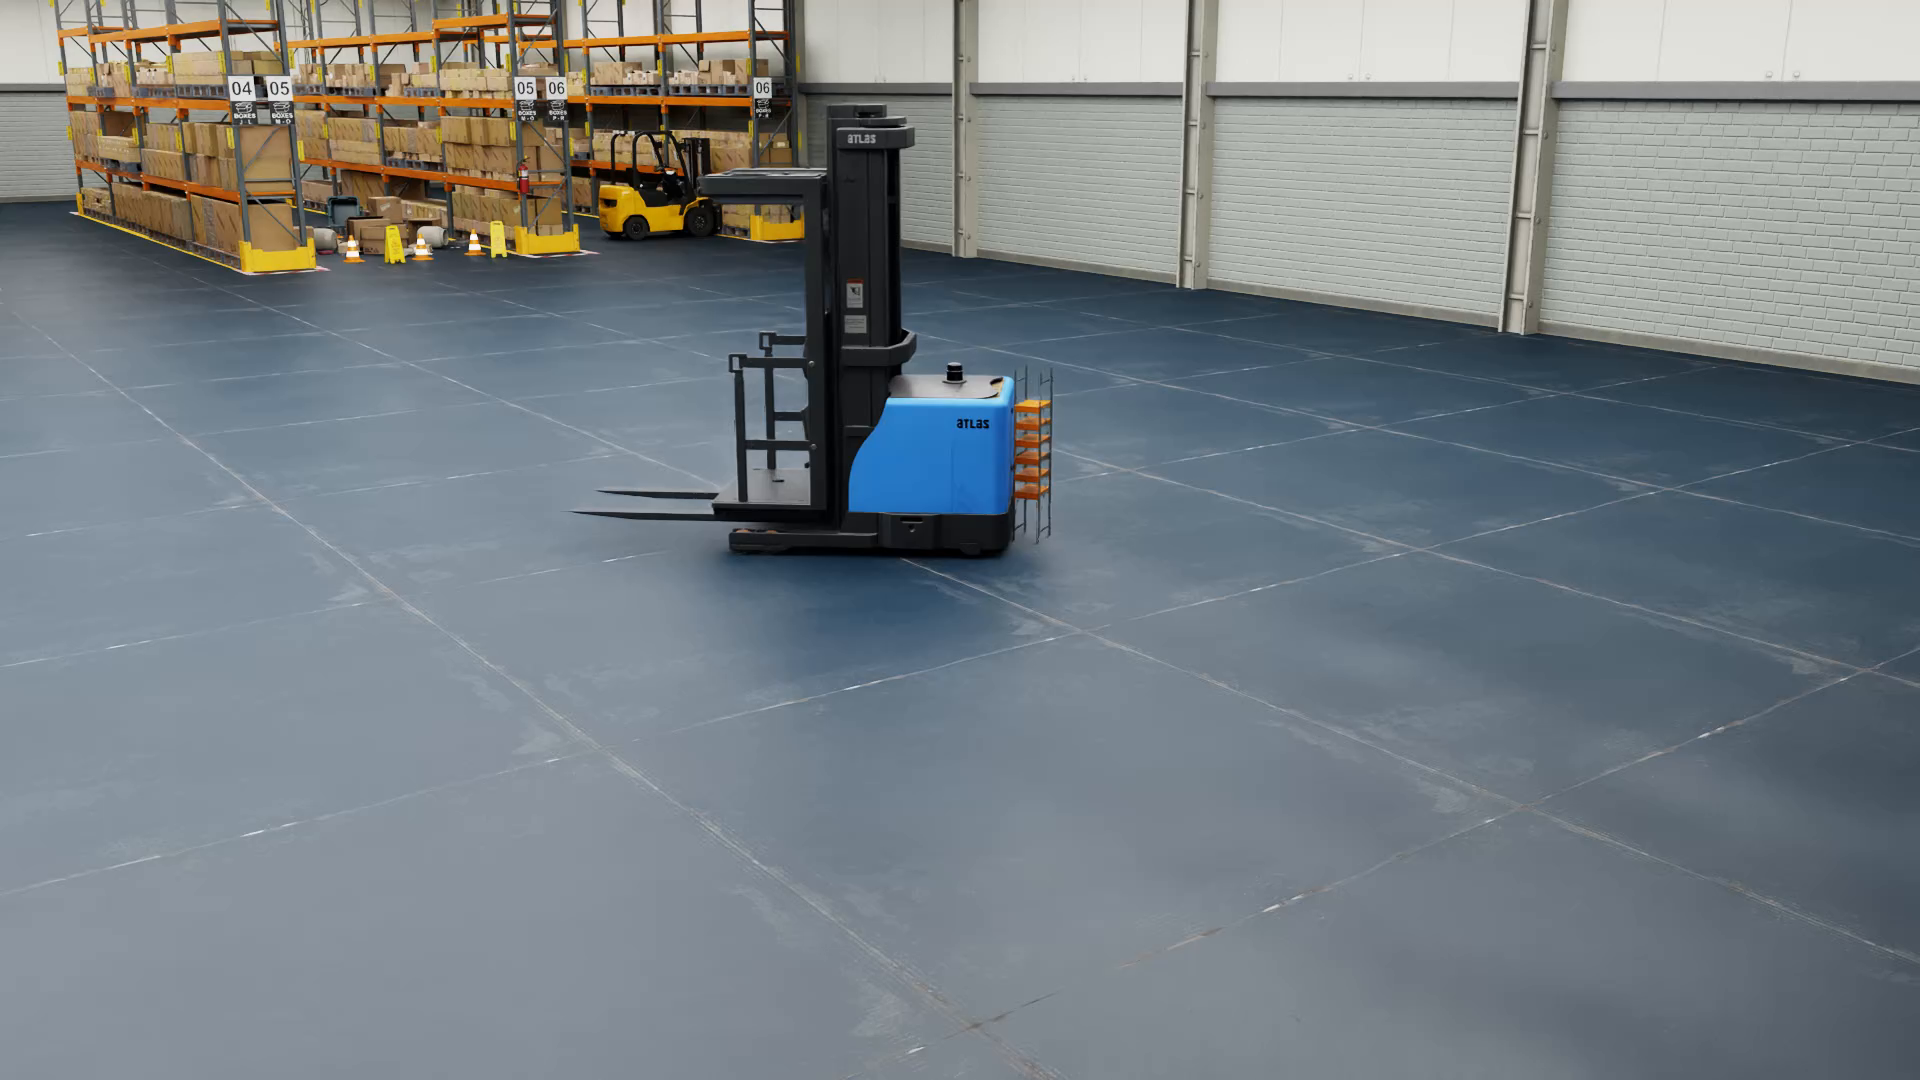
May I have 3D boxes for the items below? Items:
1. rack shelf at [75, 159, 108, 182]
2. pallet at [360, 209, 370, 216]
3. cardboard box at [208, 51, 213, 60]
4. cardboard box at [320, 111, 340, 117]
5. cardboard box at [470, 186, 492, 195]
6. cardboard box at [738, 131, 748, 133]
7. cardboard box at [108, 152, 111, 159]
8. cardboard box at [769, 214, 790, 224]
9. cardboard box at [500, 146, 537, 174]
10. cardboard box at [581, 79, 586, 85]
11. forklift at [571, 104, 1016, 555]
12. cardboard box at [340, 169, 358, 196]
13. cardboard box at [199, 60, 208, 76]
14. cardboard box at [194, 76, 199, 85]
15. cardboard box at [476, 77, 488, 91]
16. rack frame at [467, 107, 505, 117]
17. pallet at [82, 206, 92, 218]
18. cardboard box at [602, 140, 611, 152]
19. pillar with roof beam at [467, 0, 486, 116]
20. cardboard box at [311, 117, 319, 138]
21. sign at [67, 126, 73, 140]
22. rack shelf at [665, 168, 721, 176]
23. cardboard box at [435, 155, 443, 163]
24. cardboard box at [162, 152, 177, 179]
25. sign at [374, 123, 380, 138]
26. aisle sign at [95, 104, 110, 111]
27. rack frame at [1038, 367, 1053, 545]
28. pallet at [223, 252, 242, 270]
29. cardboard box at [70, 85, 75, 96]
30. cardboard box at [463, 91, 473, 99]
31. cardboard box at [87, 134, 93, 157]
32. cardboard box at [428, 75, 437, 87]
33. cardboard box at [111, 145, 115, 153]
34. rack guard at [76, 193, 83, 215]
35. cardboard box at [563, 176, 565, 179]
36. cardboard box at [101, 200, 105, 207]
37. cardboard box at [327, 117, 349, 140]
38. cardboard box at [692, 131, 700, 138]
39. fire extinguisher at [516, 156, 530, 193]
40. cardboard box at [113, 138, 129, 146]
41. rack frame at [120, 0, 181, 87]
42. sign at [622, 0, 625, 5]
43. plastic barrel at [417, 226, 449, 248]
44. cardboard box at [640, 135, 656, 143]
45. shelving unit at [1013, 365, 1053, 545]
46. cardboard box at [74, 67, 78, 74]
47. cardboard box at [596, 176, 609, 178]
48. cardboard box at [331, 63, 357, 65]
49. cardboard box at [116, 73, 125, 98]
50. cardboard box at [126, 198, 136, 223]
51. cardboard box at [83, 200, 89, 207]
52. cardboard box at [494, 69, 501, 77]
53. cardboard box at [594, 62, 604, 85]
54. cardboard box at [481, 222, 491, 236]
[{"bbox_3d":[-19.940,-8.747,39.215,1.077,0.370,4.000,-11,19,-35],"label":"rack shelf"},{"bbox_3d":[-13.583,-7.698,39.302,1.003,0.211,1.213,-11,19,-35],"label":"pallet"},{"bbox_3d":[-12.477,-8.193,28.127,0.380,0.149,0.250,-10,18,-34],"label":"cardboard box"},{"bbox_3d":[-15.258,-10.316,40.275,0.380,0.149,0.250,-11,19,-36],"label":"cardboard box"},{"bbox_3d":[-9.498,-6.929,32.974,0.380,0.149,0.250,-10,18,-31],"label":"cardboard box"},{"bbox_3d":[-4.662,-8.610,35.369,0.380,0.149,0.250,-11,19,-34],"label":"cardboard box"},{"bbox_3d":[-18.296,-8.372,36.164,0.380,0.149,0.250,-12,19,-37],"label":"cardboard box"},{"bbox_3d":[-3.881,-6.677,34.703,0.500,0.250,0.500,-11,19,-34],"label":"cardboard box"},{"bbox_3d":[-8.305,-7.159,31.298,0.500,0.500,0.500,-11,19,-36],"label":"cardboard box"},{"bbox_3d":[-8.858,-10.979,39.854,0.380,0.149,0.250,-10,18,-33],"label":"cardboard box"},{"bbox_3d":[-1.148,-1.450,11.320,3.031,2.935,1.130,1,15,5],"label":"forklift"},{"bbox_3d":[-14.390,-8.514,40.232,0.875,0.875,0.875,-10,18,-33],"label":"cardboard box"},{"bbox_3d":[-12.810,-8.149,28.720,0.500,0.250,0.500,-11,19,-35],"label":"cardboard box"},{"bbox_3d":[-13.226,-8.080,29.223,0.380,0.149,0.250,-11,19,-34],"label":"cardboard box"},{"bbox_3d":[-8.886,-8.697,31.710,0.500,0.250,0.500,-10,18,-33],"label":"cardboard box"},{"bbox_3d":[-13.158,-11.082,46.384,1.000,3.000,0.127,-11,19,-35],"label":"rack frame"},{"bbox_3d":[-20.622,-7.981,40.335,1.003,0.211,1.213,-11,19,-35],"label":"pallet"},{"bbox_3d":[-8.098,-9.303,39.221,0.500,0.250,0.500,-10,18,-33],"label":"cardboard box"},{"bbox_3d":[-17.497,-14.023,45.766,9.100,9.000,0.400,-11,19,-35],"label":"pillar with roof beam"},{"bbox_3d":[-15.612,-10.155,40.913,0.500,0.500,0.500,-11,19,-35],"label":"cardboard box"},{"bbox_3d":[-21.554,-9.854,40.258,0.100,0.325,0.005,-11,19,-35],"label":"sign"},{"bbox_3d":[-4.927,-7.746,35.557,1.077,0.370,4.000,-11,19,-35],"label":"rack shelf"},{"bbox_3d":[-10.641,-7.897,34.427,0.380,0.149,0.250,-11,19,-34],"label":"cardboard box"},{"bbox_3d":[-15.177,-7.292,32.349,0.500,0.500,0.500,-11,19,-34],"label":"cardboard box"},{"bbox_3d":[-12.914,-9.074,36.855,0.100,0.325,0.005,-11,19,-35],"label":"sign"},{"bbox_3d":[-20.916,-10.837,40.564,0.394,0.787,0.004,-11,19,-35],"label":"aisle sign"},{"bbox_3d":[0.584,-0.576,11.407,0.006,1.200,0.240,6,16,22],"label":"rack frame"},{"bbox_3d":[-12.241,-4.918,29.145,1.003,0.211,1.213,-11,19,-35],"label":"pallet"},{"bbox_3d":[-20.752,-10.647,39.396,0.500,0.250,0.500,-10,18,-33],"label":"cardboard box"},{"bbox_3d":[-9.443,-8.681,32.404,0.380,0.149,0.250,-11,19,-36],"label":"cardboard box"},{"bbox_3d":[-19.872,-9.135,38.519,0.500,0.500,0.500,-11,19,-35],"label":"cardboard box"},{"bbox_3d":[-10.576,-9.428,34.146,0.500,0.250,0.500,-11,19,-36],"label":"cardboard box"},{"bbox_3d":[-17.983,-8.403,35.711,0.380,0.149,0.250,-11,19,-36],"label":"cardboard box"},{"bbox_3d":[-21.071,-8.299,40.951,1.175,0.500,0.348,-11,19,-35],"label":"rack guard"},{"bbox_3d":[-9.707,-9.037,41.624,0.380,0.149,0.250,-12,19,-37],"label":"cardboard box"},{"bbox_3d":[-19.547,-7.766,38.310,0.380,0.149,0.250,-12,19,-36],"label":"cardboard box"},{"bbox_3d":[-14.793,-9.849,39.794,0.500,0.500,0.500,-11,19,-34],"label":"cardboard box"},{"bbox_3d":[-5.528,-8.693,35.674,0.380,0.149,0.250,-11,19,-35],"label":"cardboard box"},{"bbox_3d":[-8.069,-6.761,30.743,0.296,0.674,0.183,-11,19,-35],"label":"fire extinguisher"},{"bbox_3d":[-17.829,-8.491,35.471,0.380,0.149,0.250,-10,18,-32],"label":"cardboard box"},{"bbox_3d":[-16.412,-10.706,33.647,1.000,3.000,0.127,-11,19,-35],"label":"rack frame"},{"bbox_3d":[-8.008,-12.881,39.524,0.100,0.325,0.005,-11,19,-35],"label":"sign"},{"bbox_3d":[-10.203,-5.858,32.176,0.512,0.421,0.421,1,15,4],"label":"plastic barrel"},{"bbox_3d":[-7.013,-9.068,37.606,0.380,0.149,0.250,-12,19,-36],"label":"cardboard box"},{"bbox_3d":[0.500,-0.585,11.441,0.189,1.200,0.258,6,16,22],"label":"shelving unit"},{"bbox_3d":[-20.416,-10.936,38.751,0.380,0.149,0.250,-10,18,-33],"label":"cardboard box"},{"bbox_3d":[-8.855,-8.945,41.287,0.380,0.149,0.250,-11,19,-34],"label":"cardboard box"},{"bbox_3d":[-14.995,-11.361,40.546,0.500,0.500,0.500,-10,18,-34],"label":"cardboard box"},{"bbox_3d":[-17.258,-9.495,34.714,0.500,0.500,0.500,-11,19,-35],"label":"cardboard box"},{"bbox_3d":[-17.637,-7.131,35.889,0.500,0.500,0.500,-12,19,-37],"label":"cardboard box"},{"bbox_3d":[-21.067,-8.187,40.411,0.380,0.149,0.250,-10,18,-33],"label":"cardboard box"},{"bbox_3d":[-8.487,-8.744,31.123,0.380,0.149,0.250,-11,19,-35],"label":"cardboard box"},{"bbox_3d":[-8.226,-10.927,38.962,0.500,0.500,0.500,-11,19,-34],"label":"cardboard box"},{"bbox_3d":[-9.067,-6.124,32.683,0.500,0.250,0.500,-12,19,-37],"label":"cardboard box"}]
